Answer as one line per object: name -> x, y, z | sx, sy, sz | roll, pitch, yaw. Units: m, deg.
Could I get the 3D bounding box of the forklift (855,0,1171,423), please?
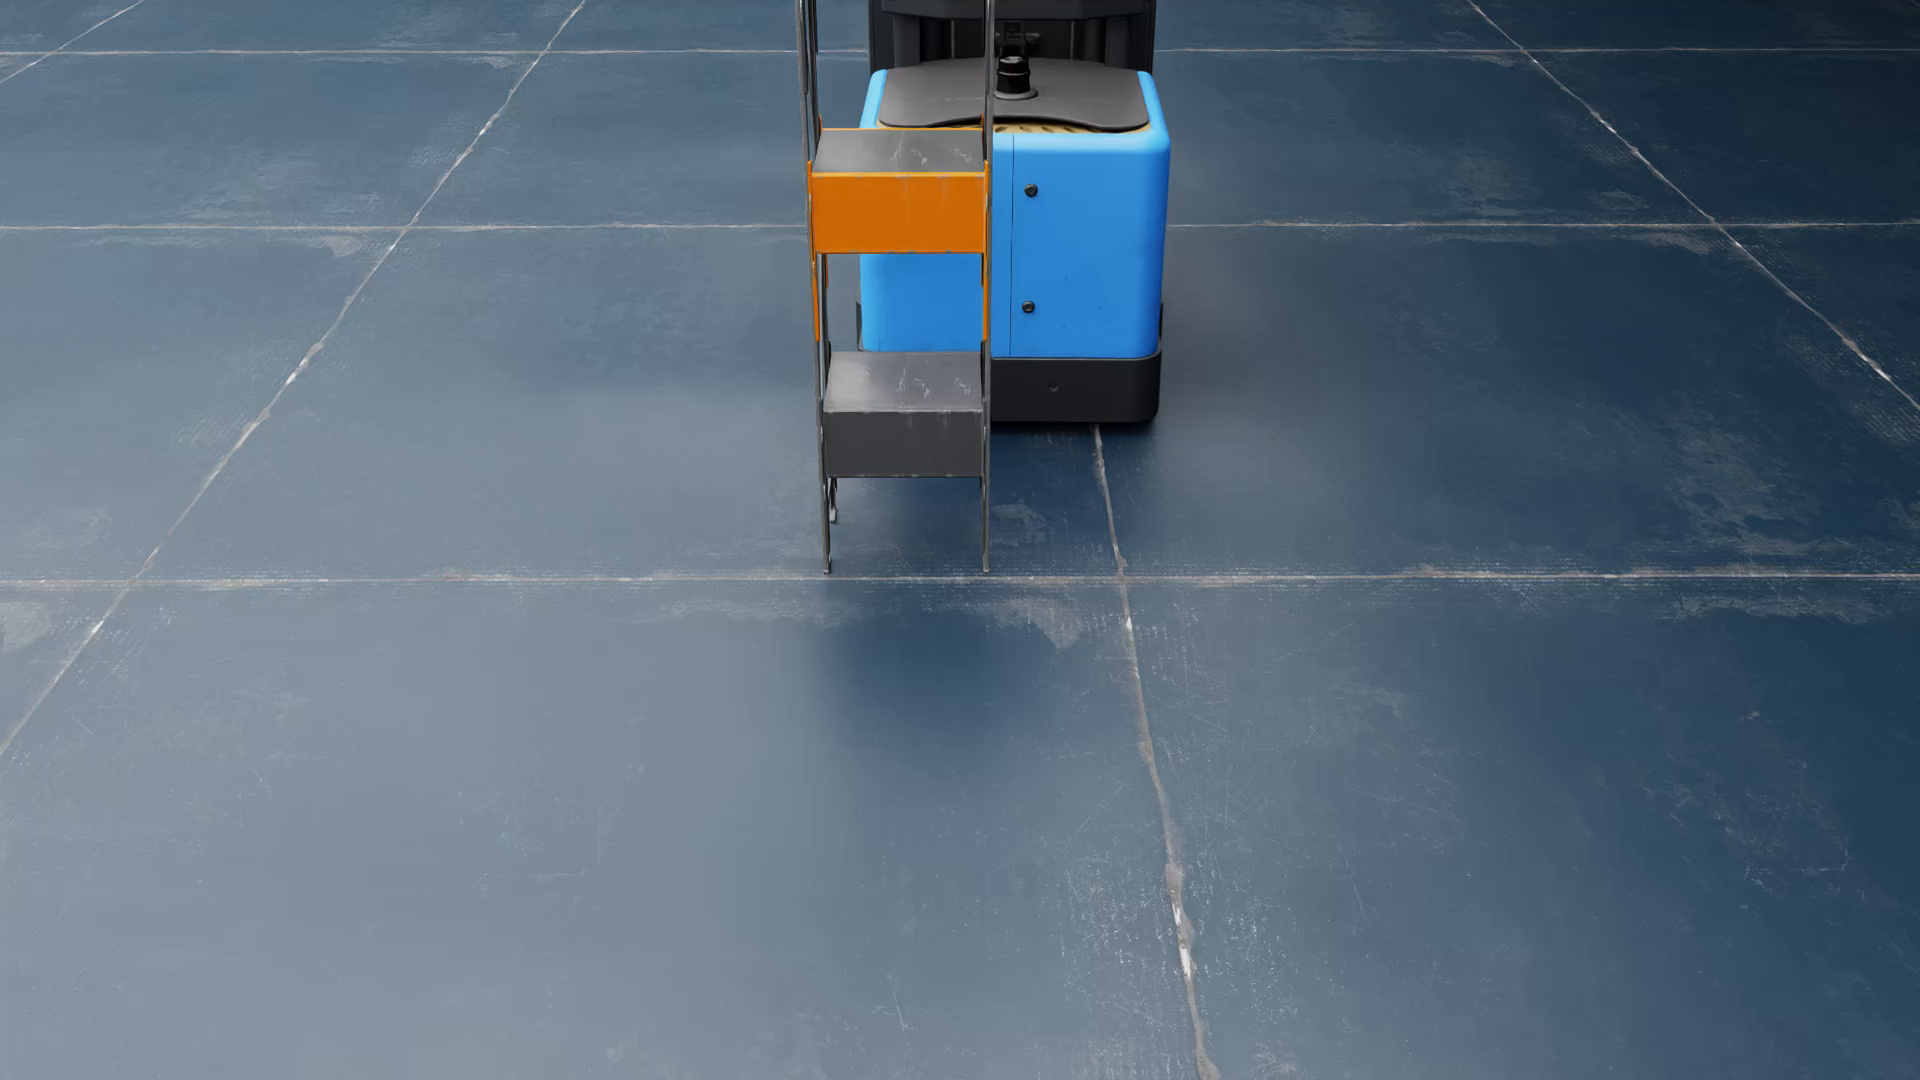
forklift -> 0.201, -2.389, 6.362 | 1.130, 2.935, 3.031 | 1, 31, 1

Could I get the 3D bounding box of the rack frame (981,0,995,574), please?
rack frame -> 0.078, -0.898, 4.706 | 0.015, 2.100, 0.400 | 0, 31, 0

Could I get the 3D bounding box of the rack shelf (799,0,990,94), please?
rack shelf -> -0.166, -1.484, 4.348 | 0.480, 0.518, 0.431 | 0, 31, 0

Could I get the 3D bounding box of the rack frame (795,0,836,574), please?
rack frame -> -0.410, -0.896, 4.703 | 0.015, 2.100, 0.400 | 0, 31, 0

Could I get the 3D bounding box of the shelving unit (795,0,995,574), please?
shelving unit -> -0.166, -0.897, 4.705 | 0.503, 2.100, 0.431 | 0, 31, 0

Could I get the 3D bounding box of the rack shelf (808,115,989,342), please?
rack shelf -> -0.166, -0.886, 4.712 | 0.480, 0.518, 0.431 | 0, 31, 0

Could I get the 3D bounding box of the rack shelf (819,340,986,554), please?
rack shelf -> -0.166, -0.287, 5.075 | 0.480, 0.518, 0.431 | 0, 31, 0
